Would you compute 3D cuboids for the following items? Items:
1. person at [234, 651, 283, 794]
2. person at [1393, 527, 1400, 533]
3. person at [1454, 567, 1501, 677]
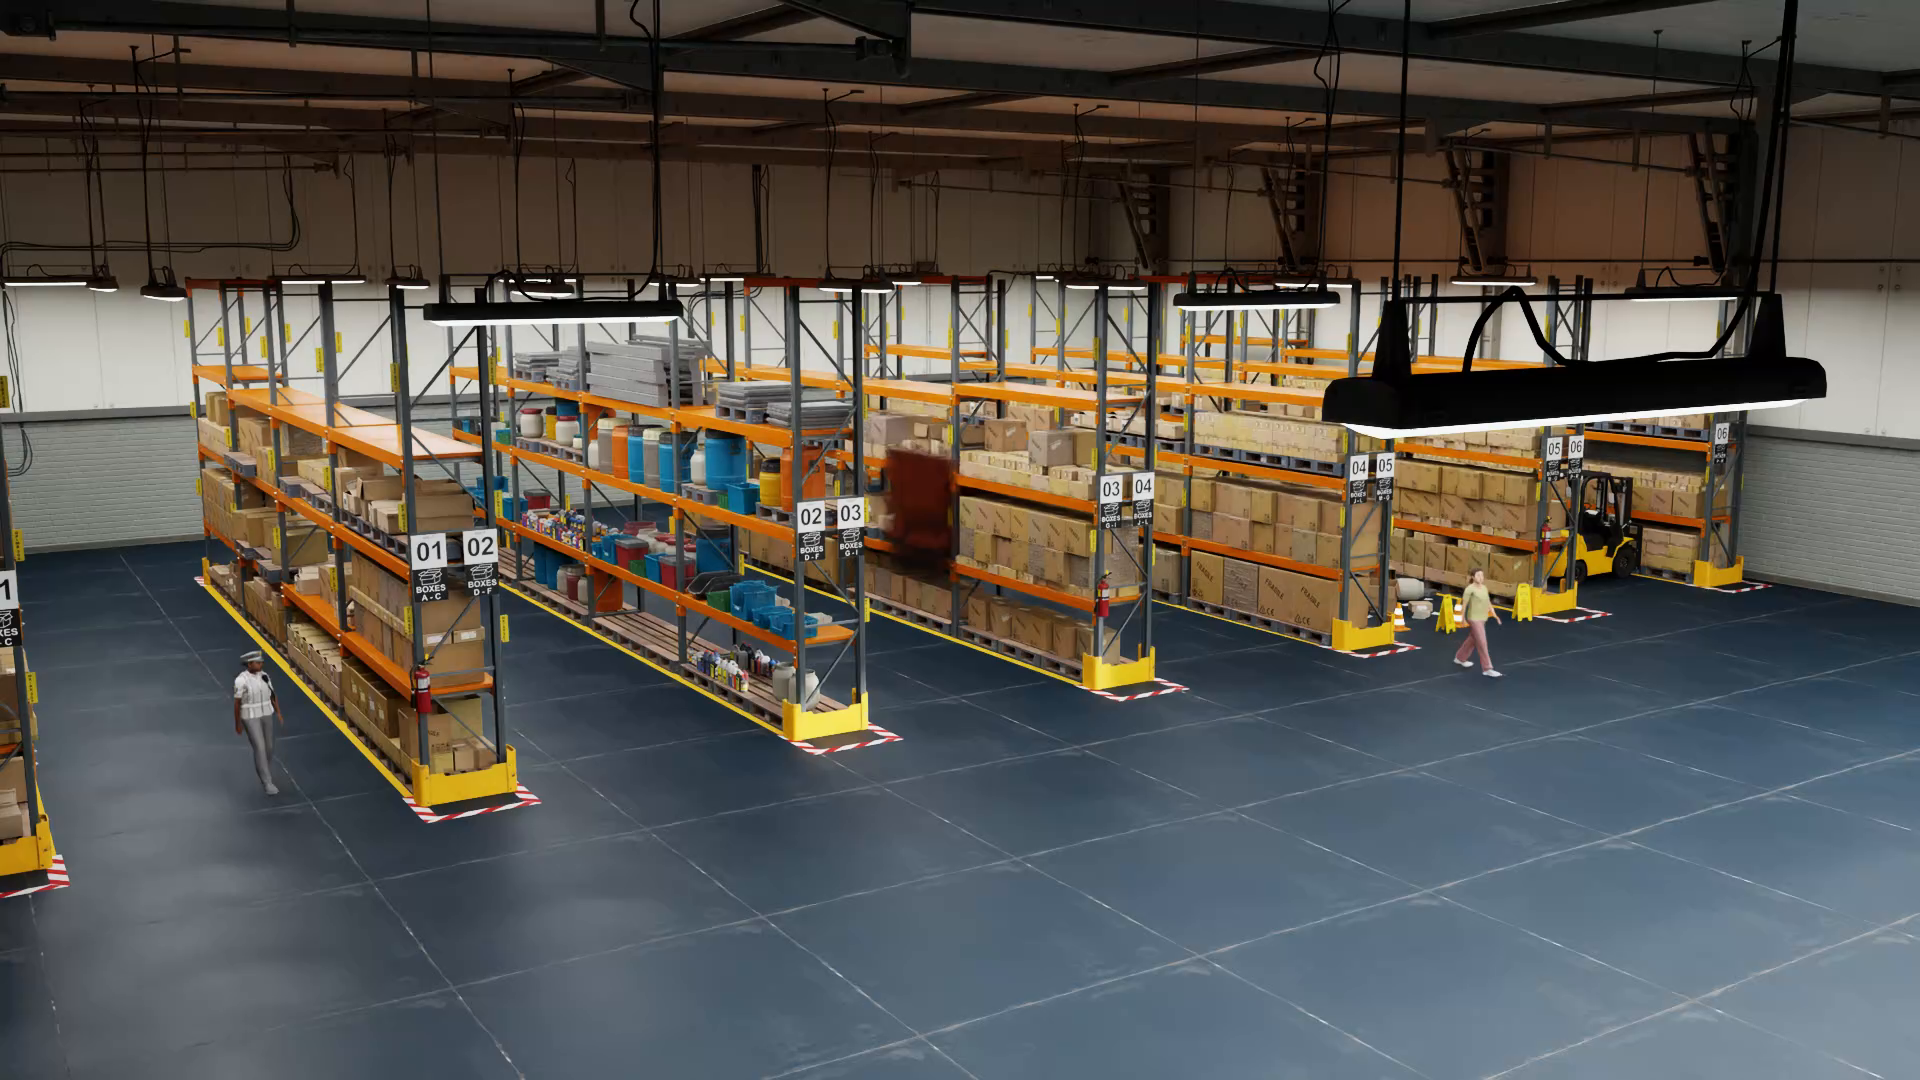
[{"bbox_3d":[-8.436,2.185,20.159,0.731,1.670,0.477,6,11,33],"label":"person"},{"bbox_3d":[9.917,-0.890,37.855,0.512,1.761,0.544,7,12,35],"label":"person"},{"bbox_3d":[8.033,1.234,25.667,0.473,1.627,0.958,-7,12,-34],"label":"person"}]
